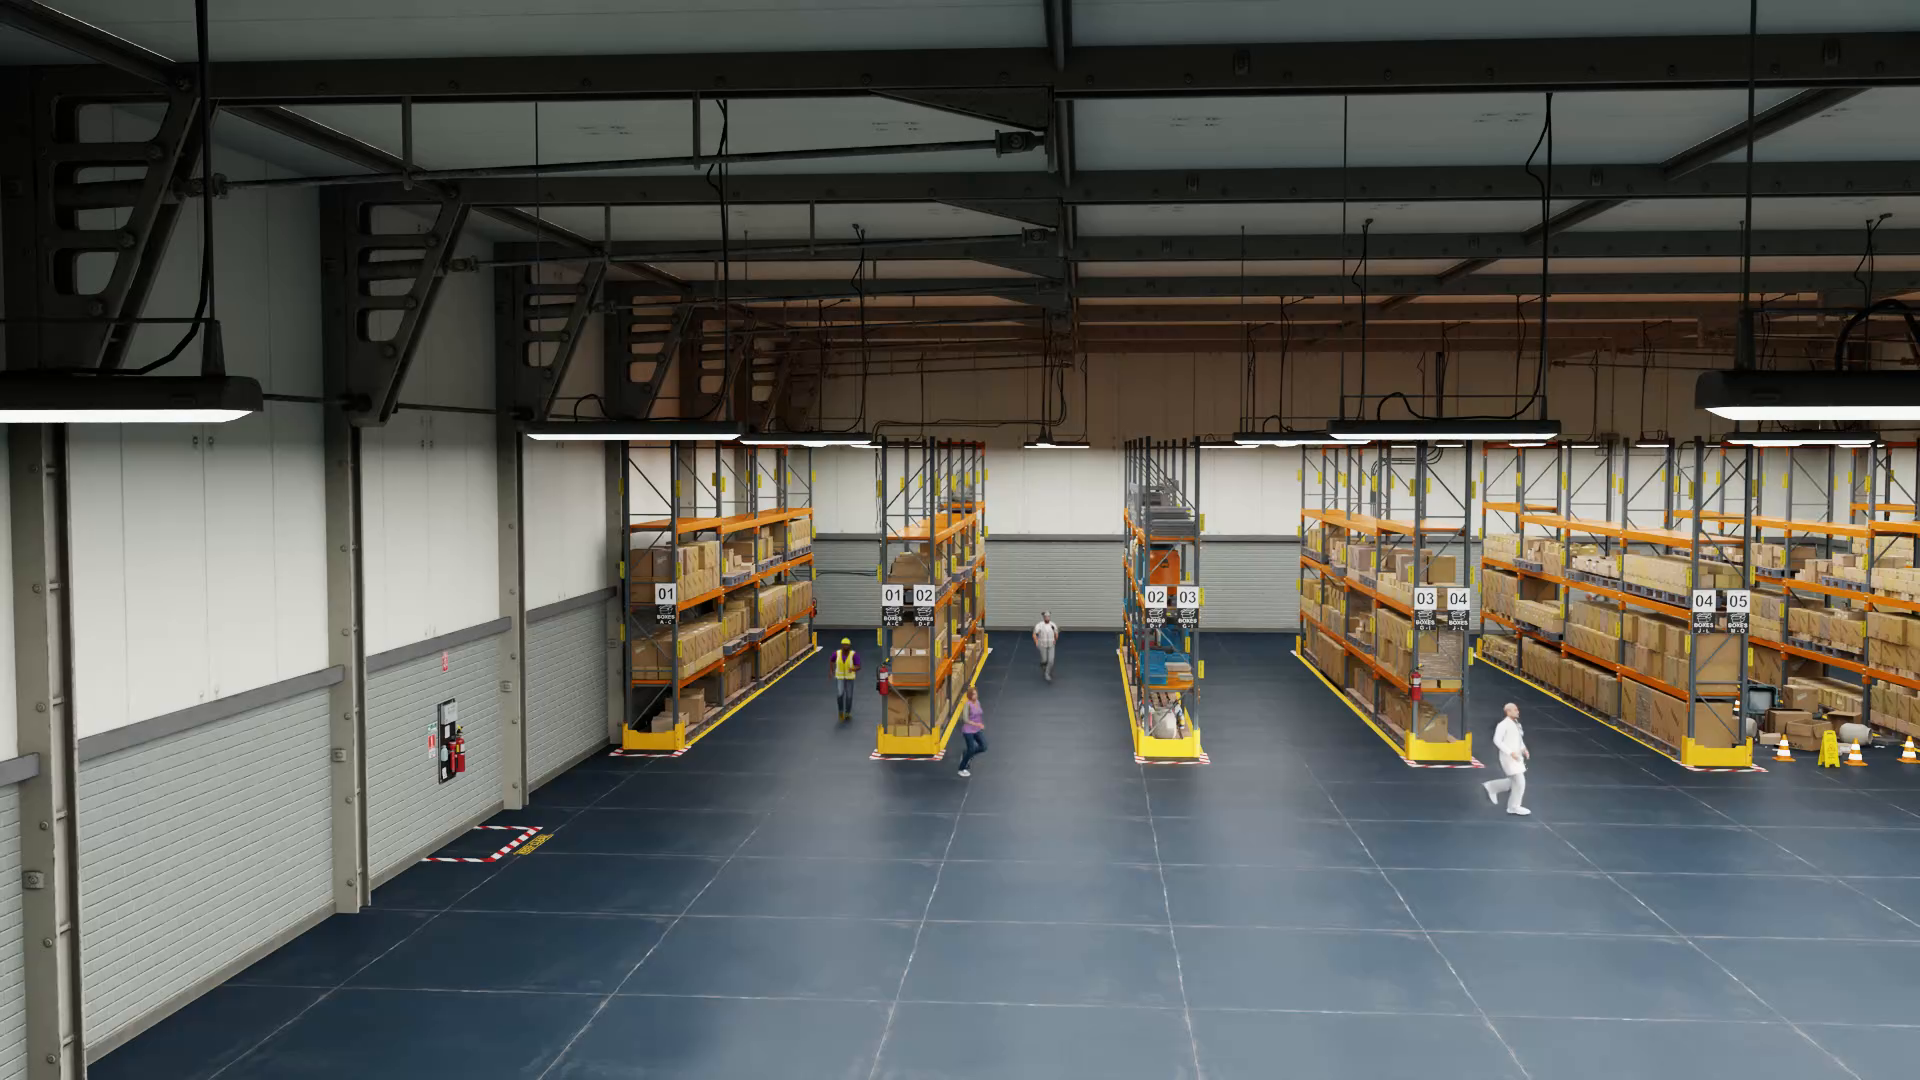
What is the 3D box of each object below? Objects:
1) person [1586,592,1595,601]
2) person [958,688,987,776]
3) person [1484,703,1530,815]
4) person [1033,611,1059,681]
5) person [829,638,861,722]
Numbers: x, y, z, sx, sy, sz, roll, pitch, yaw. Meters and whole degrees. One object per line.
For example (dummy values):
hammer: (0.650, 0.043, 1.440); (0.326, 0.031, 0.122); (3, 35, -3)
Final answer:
person: (18.045, 2.325, 47.404); (0.675, 1.746, 0.670); (1, 3, 12)
person: (0.248, 3.378, 29.273); (0.605, 1.557, 0.551); (3, 4, 40)
person: (8.656, 3.440, 26.308); (0.774, 1.733, 0.752); (2, 4, 38)
person: (2.167, 2.636, 41.656); (0.670, 1.738, 0.599); (-1, 3, -10)
person: (-2.435, 2.964, 35.192); (0.671, 1.787, 0.809); (0, 3, -3)
